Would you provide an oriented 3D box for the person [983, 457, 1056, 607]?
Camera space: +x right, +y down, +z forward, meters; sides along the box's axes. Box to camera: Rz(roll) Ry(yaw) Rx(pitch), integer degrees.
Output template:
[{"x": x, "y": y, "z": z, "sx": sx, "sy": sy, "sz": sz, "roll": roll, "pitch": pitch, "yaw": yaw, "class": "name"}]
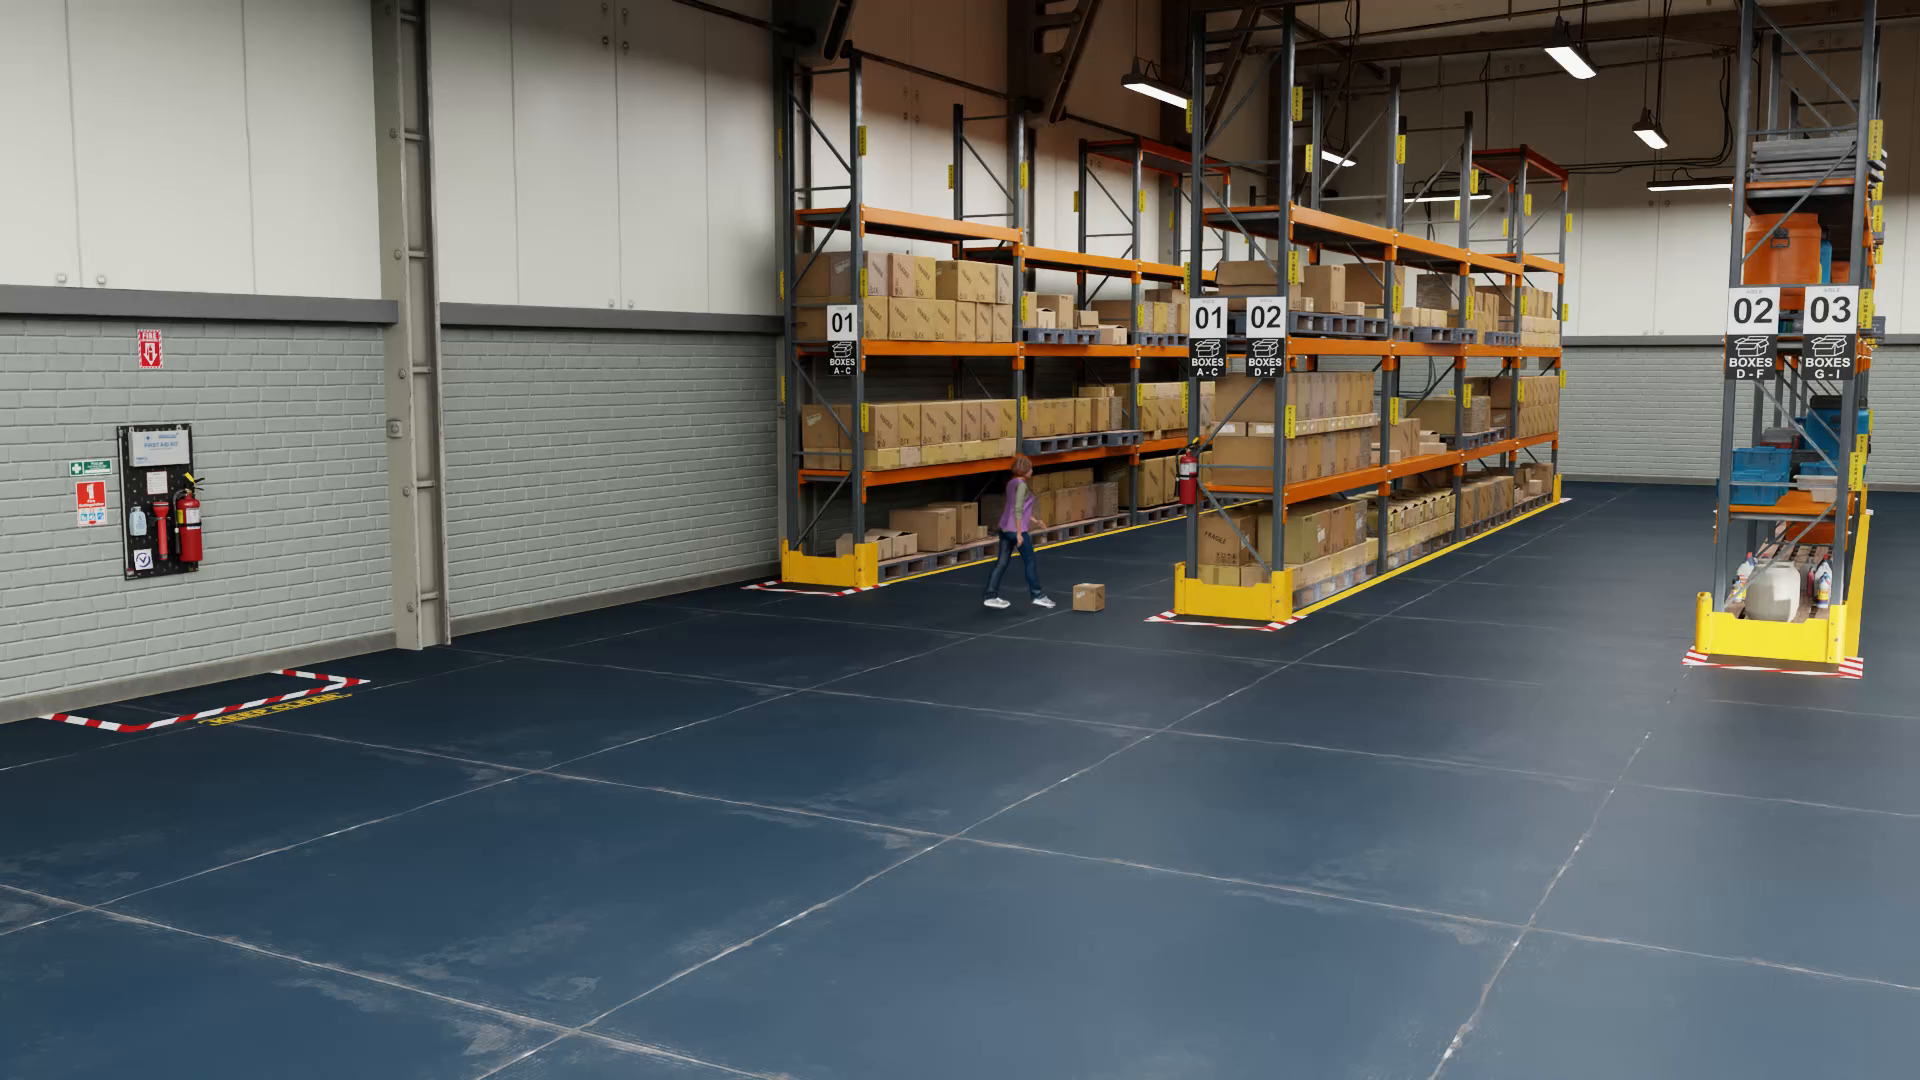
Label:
[{"x": 0.623, "y": -0.074, "z": 17.274, "sx": 0.786, "sy": 1.582, "sz": 0.405, "roll": -3, "pitch": 7, "yaw": -24, "class": "person"}]
